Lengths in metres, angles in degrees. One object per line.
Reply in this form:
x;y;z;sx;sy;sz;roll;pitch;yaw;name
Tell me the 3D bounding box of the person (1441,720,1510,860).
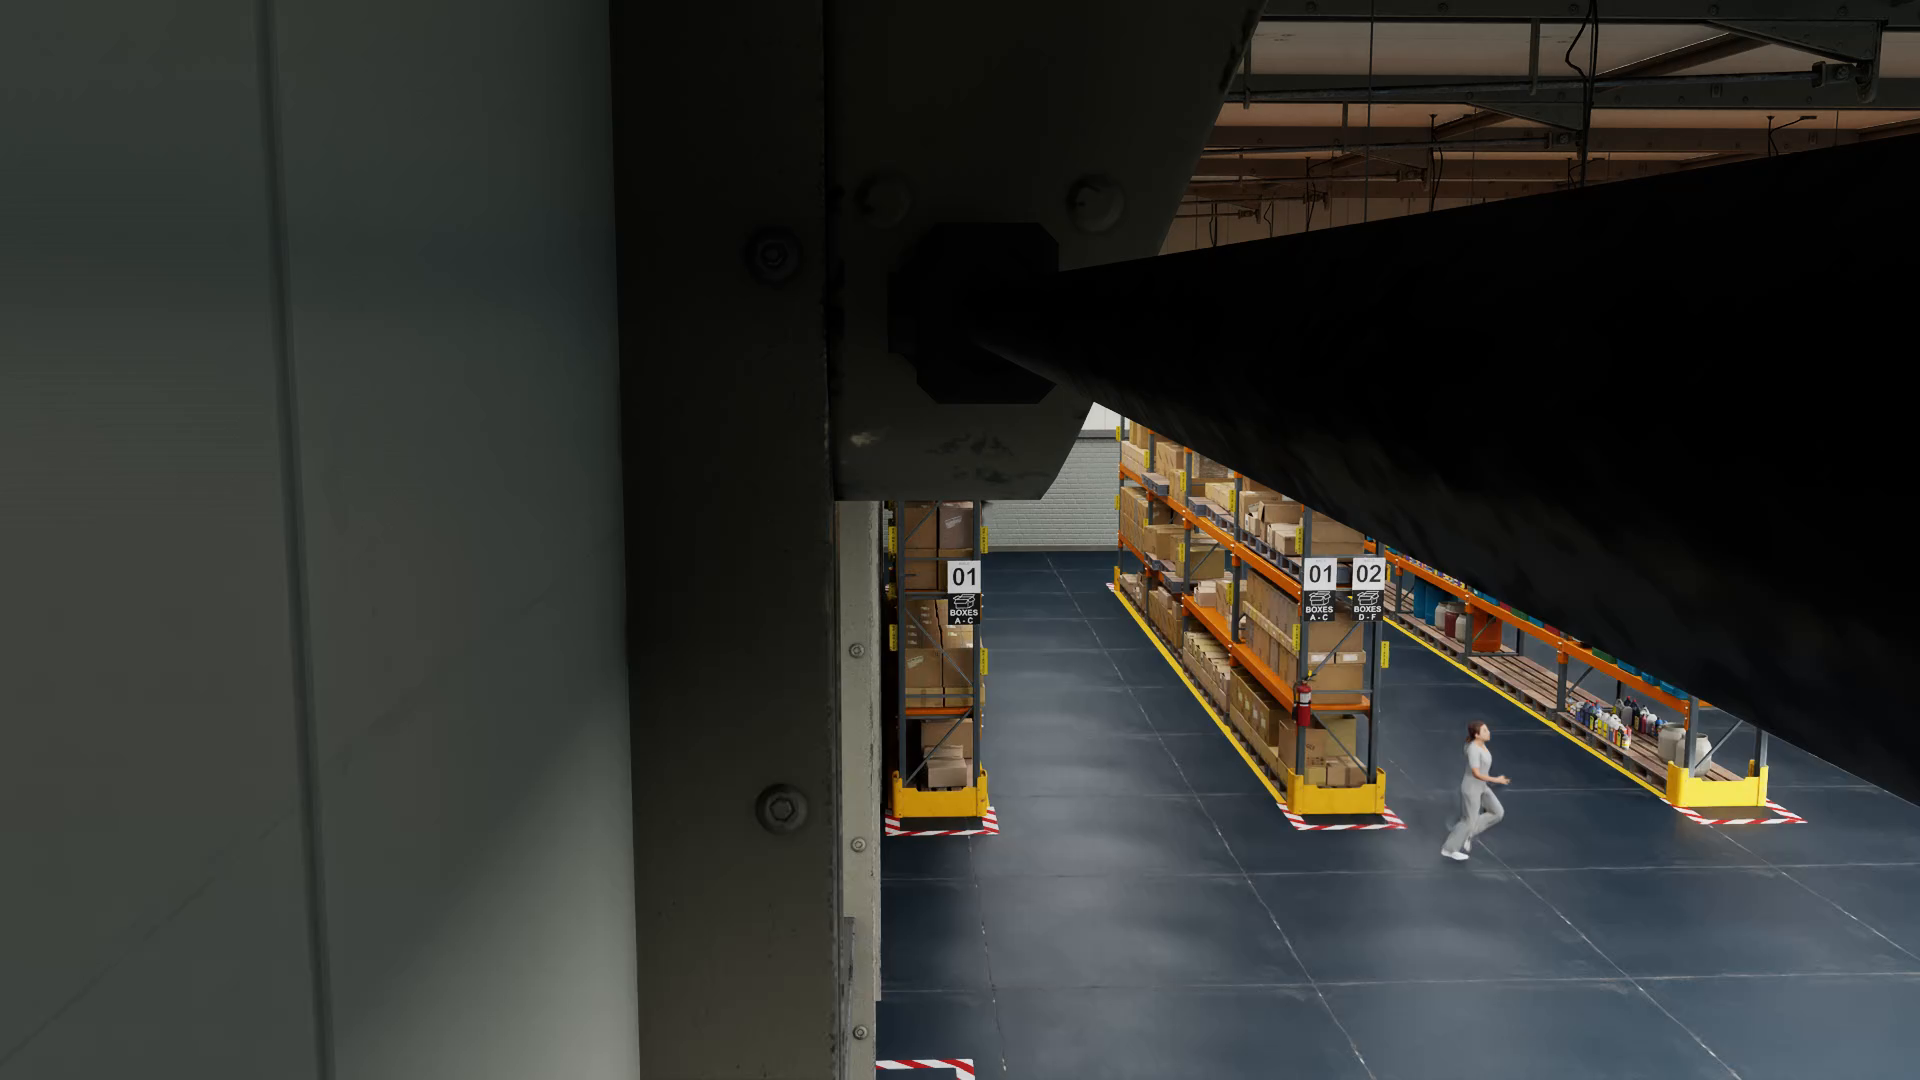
5.839;2.815;18.753;0.717;1.625;0.595;5;9;29;person
